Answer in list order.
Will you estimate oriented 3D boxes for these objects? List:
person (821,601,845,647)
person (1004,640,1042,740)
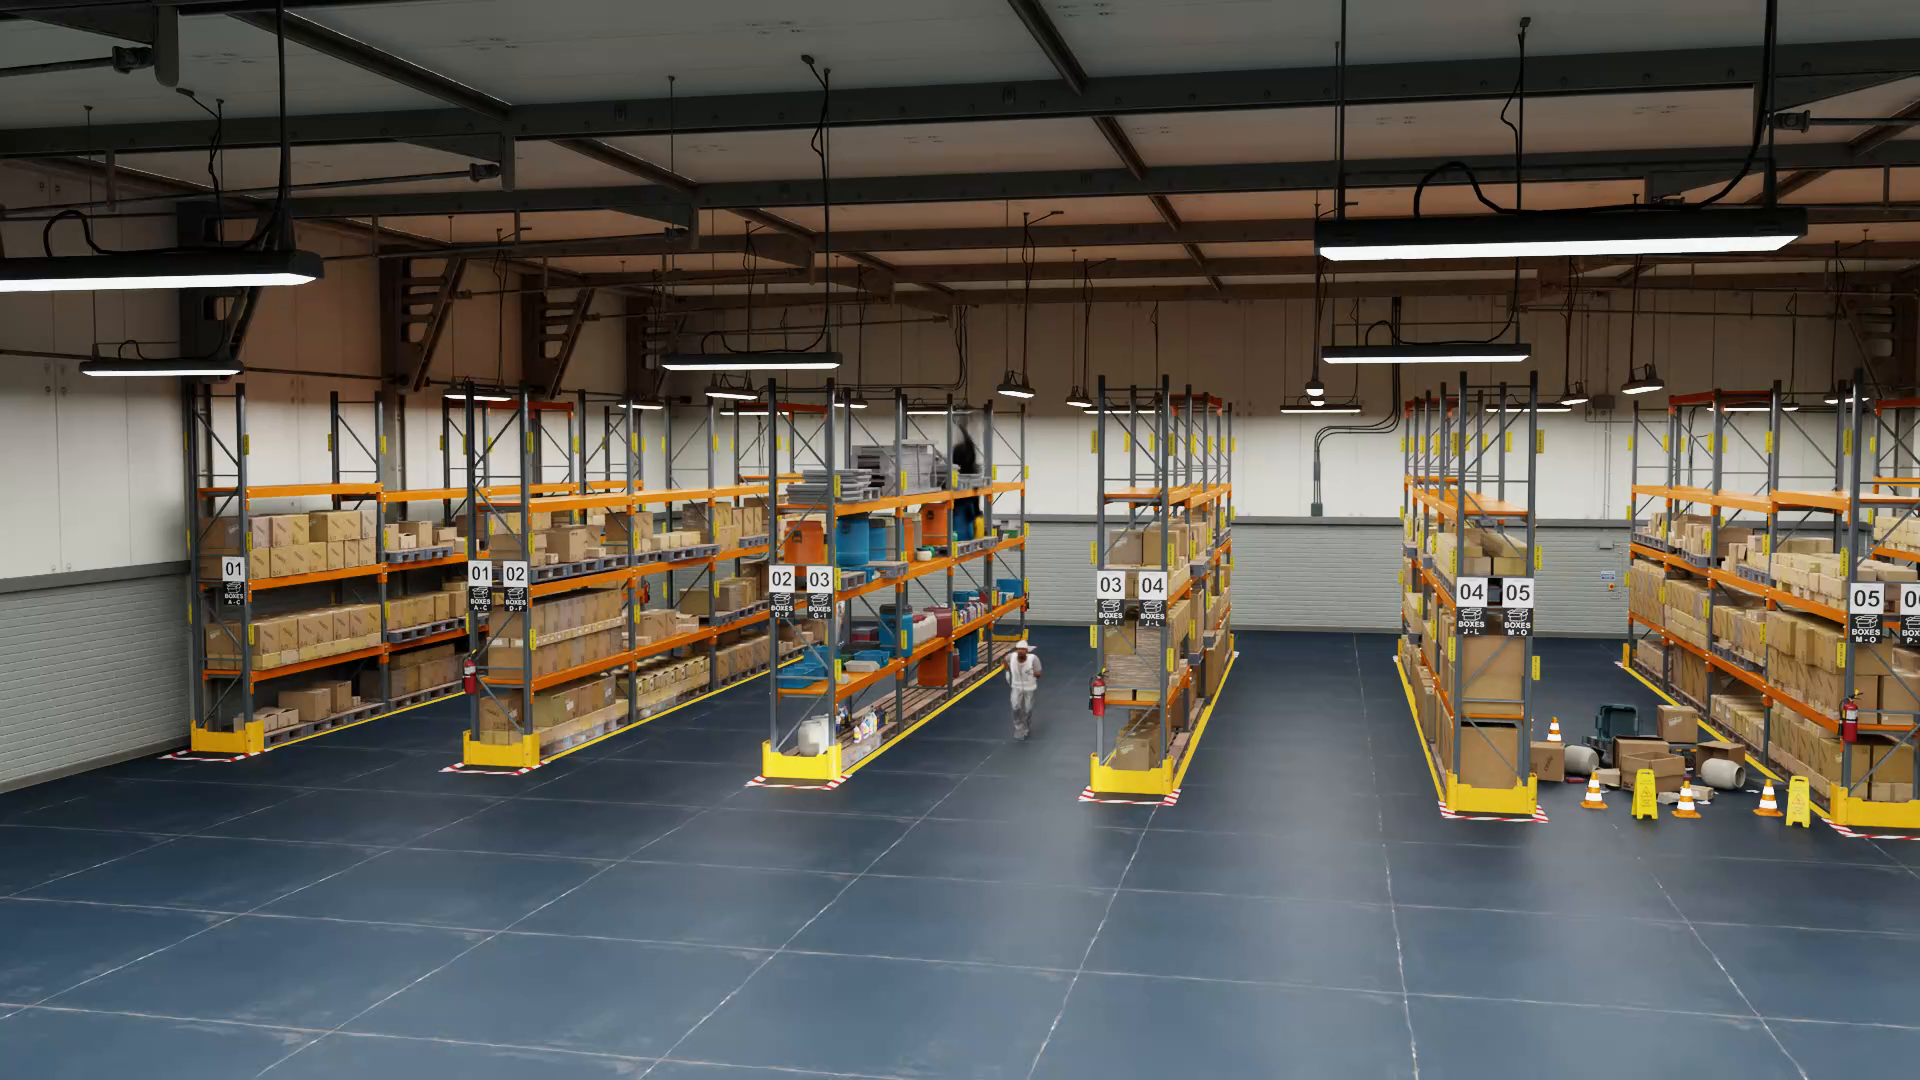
[{"bbox_3d":[-2.770,1.898,36.386,0.603,1.639,0.535,0,3,1],"label":"person"},{"bbox_3d":[1.054,2.518,28.024,0.666,1.702,0.907,0,3,5],"label":"person"}]
